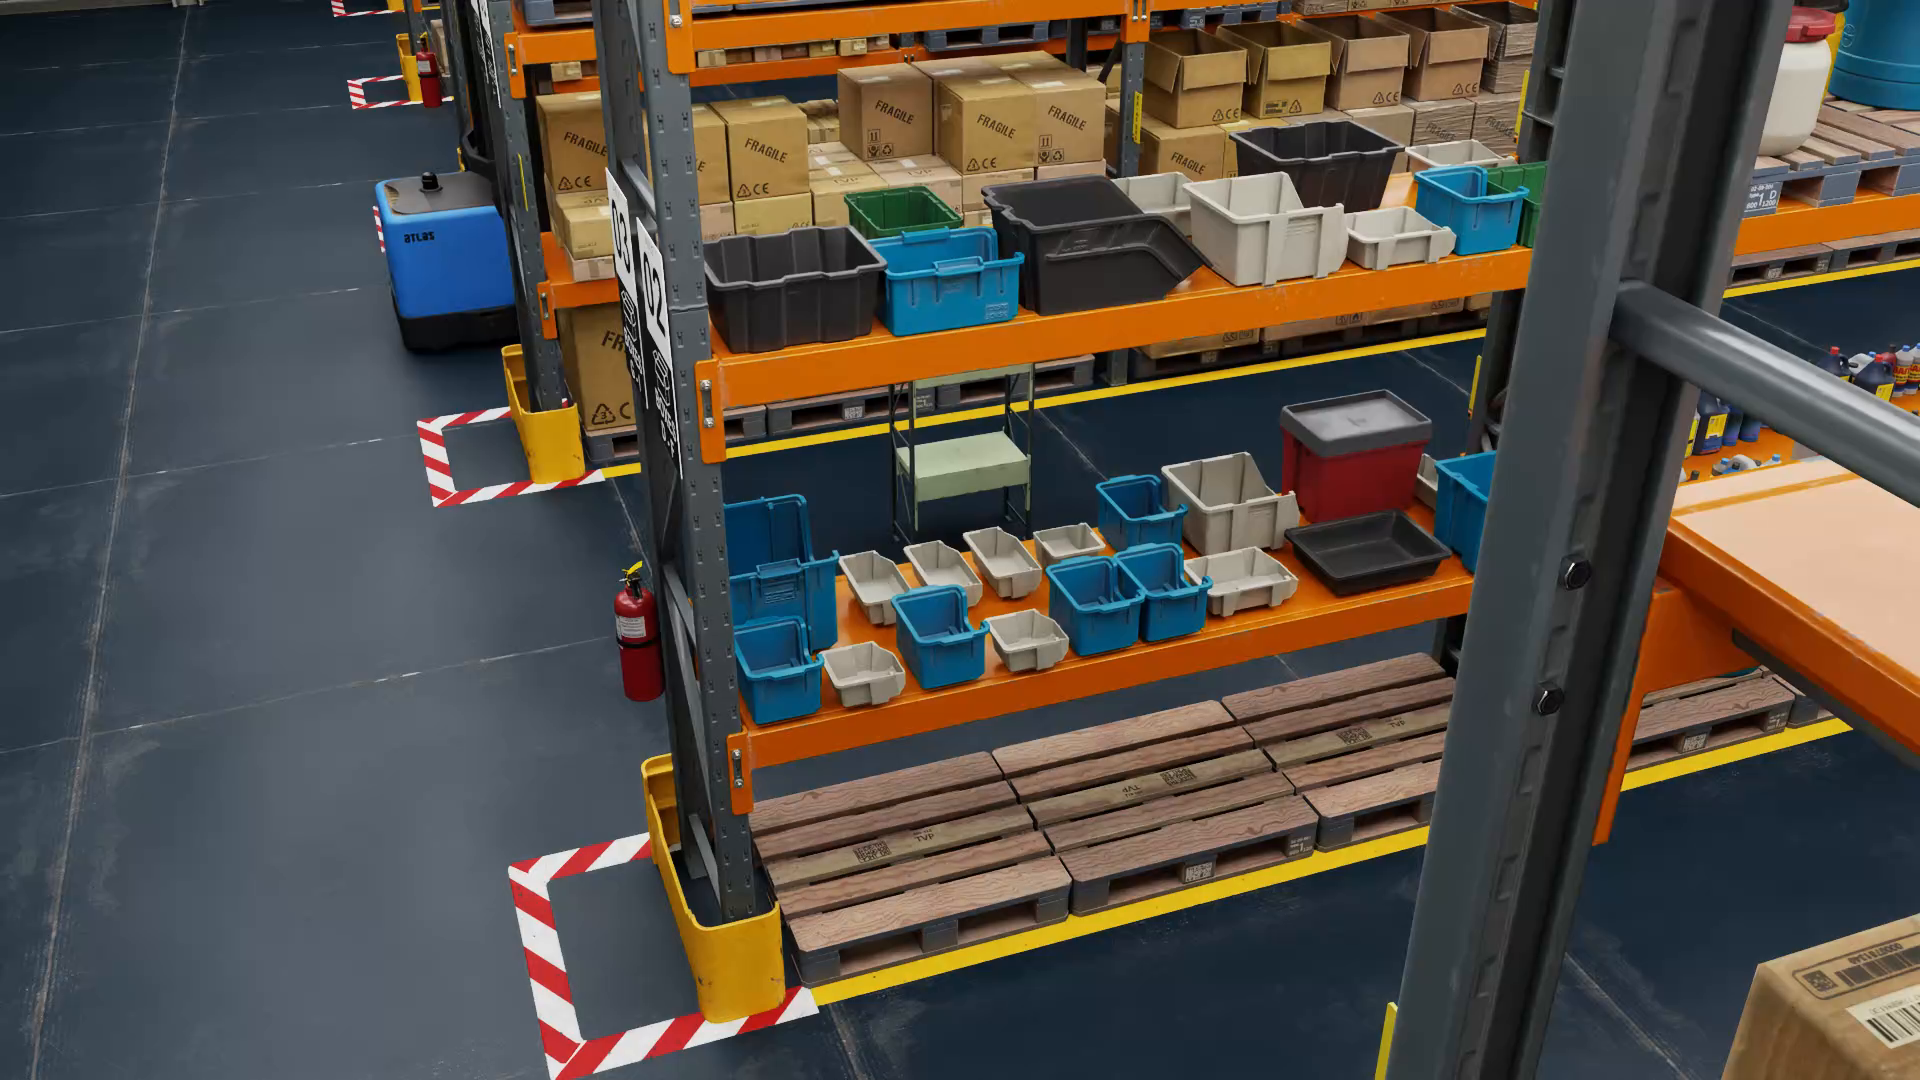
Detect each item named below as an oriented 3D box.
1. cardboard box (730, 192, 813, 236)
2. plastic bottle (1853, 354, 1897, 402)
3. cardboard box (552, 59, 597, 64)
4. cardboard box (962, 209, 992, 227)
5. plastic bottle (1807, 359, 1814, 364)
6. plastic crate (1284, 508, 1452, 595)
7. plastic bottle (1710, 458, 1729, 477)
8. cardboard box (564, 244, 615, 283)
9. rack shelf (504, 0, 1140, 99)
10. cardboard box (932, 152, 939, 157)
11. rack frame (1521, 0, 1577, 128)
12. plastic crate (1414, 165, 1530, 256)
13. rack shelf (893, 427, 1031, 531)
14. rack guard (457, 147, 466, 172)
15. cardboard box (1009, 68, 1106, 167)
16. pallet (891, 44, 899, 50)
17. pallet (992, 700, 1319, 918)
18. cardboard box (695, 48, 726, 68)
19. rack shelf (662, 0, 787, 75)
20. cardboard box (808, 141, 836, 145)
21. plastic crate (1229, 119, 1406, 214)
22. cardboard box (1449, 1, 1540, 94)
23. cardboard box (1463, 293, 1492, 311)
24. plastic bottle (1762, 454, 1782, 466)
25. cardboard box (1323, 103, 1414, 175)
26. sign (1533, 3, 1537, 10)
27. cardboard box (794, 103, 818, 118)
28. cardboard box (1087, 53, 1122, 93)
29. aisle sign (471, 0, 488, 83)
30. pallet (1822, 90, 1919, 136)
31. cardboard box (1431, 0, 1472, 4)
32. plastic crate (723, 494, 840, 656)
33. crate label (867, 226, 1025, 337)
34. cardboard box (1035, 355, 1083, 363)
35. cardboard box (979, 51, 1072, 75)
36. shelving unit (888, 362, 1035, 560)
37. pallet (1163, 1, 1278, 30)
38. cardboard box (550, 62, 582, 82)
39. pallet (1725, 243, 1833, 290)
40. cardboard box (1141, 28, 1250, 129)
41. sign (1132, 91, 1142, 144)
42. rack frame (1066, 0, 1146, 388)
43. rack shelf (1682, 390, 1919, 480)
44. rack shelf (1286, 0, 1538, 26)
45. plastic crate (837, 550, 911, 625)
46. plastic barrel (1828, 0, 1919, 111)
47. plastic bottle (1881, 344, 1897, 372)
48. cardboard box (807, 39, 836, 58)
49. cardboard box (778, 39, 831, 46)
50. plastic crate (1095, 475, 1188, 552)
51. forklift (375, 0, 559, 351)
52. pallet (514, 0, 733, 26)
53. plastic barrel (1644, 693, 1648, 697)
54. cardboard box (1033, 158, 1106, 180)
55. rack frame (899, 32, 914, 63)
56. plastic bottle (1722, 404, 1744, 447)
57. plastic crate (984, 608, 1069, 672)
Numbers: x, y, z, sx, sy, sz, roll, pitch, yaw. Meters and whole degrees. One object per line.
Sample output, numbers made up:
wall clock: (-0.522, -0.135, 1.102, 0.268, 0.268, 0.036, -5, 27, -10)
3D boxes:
cardboard box: (-1.268, -2.157, 10.708, 0.500, 0.250, 0.500, -11, 32, -19)
plastic bottle: (4.666, -0.782, 8.493, 0.185, 0.351, 0.144, -10, 31, -18)
cardboard box: (-3.394, -4.503, 14.572, 0.500, 0.500, 0.500, -10, 31, -18)
cardboard box: (0.086, -2.201, 11.188, 0.250, 0.149, 0.380, -10, 31, -17)
plastic bottle: (4.324, -0.792, 8.579, 0.133, 0.283, 0.061, -10, 31, -18)
plastic crate: (1.752, 0.061, 7.181, 0.590, 0.125, 0.437, -10, 31, -18)
plastic bottle: (3.556, -0.285, 7.771, 0.097, 0.201, 0.097, 0, 30, 0)
cardboard box: (-2.321, -1.757, 10.408, 0.250, 0.149, 0.380, -10, 31, -17)
rack shelf: (-0.894, -3.294, 10.548, 4.000, 0.370, 1.077, -10, 31, -18)
cardboard box: (-0.019, -2.669, 11.607, 0.500, 0.250, 0.500, -11, 31, -18)
rack frame: (2.707, -2.957, 6.200, 0.127, 3.000, 1.000, -10, 31, -18)
plastic crate: (1.965, -1.276, 6.449, 0.300, 0.233, 0.416, -10, 31, -18)
rack shelf: (0.006, -0.370, 9.893, 0.720, 0.370, 0.431, -10, 31, -18)
rack guard: (-4.332, -3.204, 15.219, 0.348, 0.500, 1.175, -10, 31, -18)
cardboard box: (0.643, -2.835, 11.140, 0.500, 0.500, 0.500, -10, 31, -16)
pallet: (-0.633, -6.415, 21.147, 1.213, 0.211, 1.003, -10, 31, -18)
pallet: (0.886, 1.219, 7.748, 1.213, 0.211, 1.003, -10, 31, -18)
cardboard box: (-2.281, -4.397, 15.041, 0.250, 0.149, 0.380, -10, 31, -17)
rack shelf: (0.833, -2.125, 5.872, 4.000, 0.370, 1.077, -10, 31, -18)
cardboard box: (-1.333, -3.731, 15.775, 0.250, 0.149, 0.380, -12, 32, -19)
plastic crate: (1.448, -1.510, 6.822, 0.590, 0.269, 0.497, -10, 31, -18)
cardboard box: (4.038, -3.699, 12.449, 0.637, 0.503, 0.797, -9, 31, -16)
cardboard box: (4.075, -2.489, 13.161, 0.875, 0.875, 1.225, -12, 32, -20)
plastic bottle: (3.735, -0.268, 7.671, 0.097, 0.271, 0.097, 0, 30, 0)
cardboard box: (2.921, -2.920, 12.095, 0.500, 0.500, 0.500, -10, 31, -17)
sign: (4.531, -4.058, 13.103, 0.005, 0.325, 0.100, -10, 31, -18)
cardboard box: (-1.548, -4.119, 16.156, 0.250, 0.149, 0.380, -11, 31, -18)
cardboard box: (1.594, -4.667, 16.606, 0.500, 0.250, 0.500, -10, 31, -16)
aisle sign: (-2.941, -3.214, 10.086, 0.004, 0.787, 0.394, -10, 31, -18)
pallet: (4.470, -1.949, 7.653, 1.213, 0.211, 1.003, -10, 31, -18)
cardboard box: (5.025, -5.914, 17.350, 0.500, 0.500, 0.500, -11, 31, -18)
plastic crate: (-0.793, 0.154, 6.704, 0.499, 0.435, 0.616, -10, 31, -18)
crate label: (-0.064, -0.908, 5.784, 0.502, 0.251, 0.408, -10, 31, -18)
cardboard box: (0.334, -1.831, 12.006, 0.875, 0.875, 0.875, -10, 31, -18)
cardboard box: (0.442, -3.074, 11.560, 0.500, 0.500, 0.500, -10, 31, -18)
shelving unit: (0.006, -0.653, 9.731, 0.755, 1.500, 0.431, -10, 31, -18)
pallet: (2.464, -5.402, 16.745, 1.003, 0.211, 1.213, -10, 31, -18)
cardboard box: (-3.491, -4.156, 14.619, 0.250, 0.149, 0.380, -11, 32, -19)
pallet: (6.604, -2.470, 14.223, 1.213, 0.211, 1.003, -10, 31, -18)
cardboard box: (1.576, -3.242, 11.646, 0.637, 0.503, 0.797, -11, 32, -19)
sign: (1.175, -2.802, 11.033, 0.005, 0.325, 0.100, -10, 31, -18)
rack frame: (0.980, -2.648, 11.719, 0.127, 3.000, 1.000, -10, 31, -18)
rack shelf: (4.582, -0.383, 8.470, 4.000, 0.370, 1.077, -10, 31, -18)
rack shelf: (4.969, -5.690, 17.785, 4.000, 0.370, 1.077, -10, 31, -18)
plastic crate: (-0.340, 0.204, 6.918, 0.243, 0.136, 0.396, -10, 31, -18)
plastic barrel: (4.254, -2.420, 7.357, 0.708, 0.901, 0.600, -10, 31, -18)
plastic bottle: (4.839, -0.887, 8.745, 0.133, 0.283, 0.061, -10, 31, -18)
cardboard box: (-1.315, -4.587, 15.375, 0.250, 0.149, 0.380, -9, 31, -16)
cardboard box: (-1.496, -4.836, 15.157, 0.500, 0.500, 0.500, -11, 32, -19)
plastic crate: (0.794, -0.087, 7.331, 0.300, 0.233, 0.416, -10, 31, -18)
forklift: (-2.935, -3.151, 12.670, 3.031, 2.935, 1.130, -11, 32, -19)
pallet: (-2.077, -3.356, 10.020, 1.213, 0.211, 1.003, -10, 31, -18)
plastic barrel: (3.223, 0.293, 8.252, 0.708, 0.901, 0.600, -10, 31, -18)
cardboard box: (0.658, -2.514, 11.335, 0.500, 0.250, 0.500, -11, 31, -19)
rack frame: (-0.654, -4.967, 15.789, 0.127, 3.000, 1.000, -10, 31, -18)
plastic bottle: (3.840, -0.608, 8.268, 0.097, 0.271, 0.097, 0, 30, 0)
plastic crate: (0.270, 0.405, 6.566, 0.298, 0.136, 0.250, -10, 31, -18)
